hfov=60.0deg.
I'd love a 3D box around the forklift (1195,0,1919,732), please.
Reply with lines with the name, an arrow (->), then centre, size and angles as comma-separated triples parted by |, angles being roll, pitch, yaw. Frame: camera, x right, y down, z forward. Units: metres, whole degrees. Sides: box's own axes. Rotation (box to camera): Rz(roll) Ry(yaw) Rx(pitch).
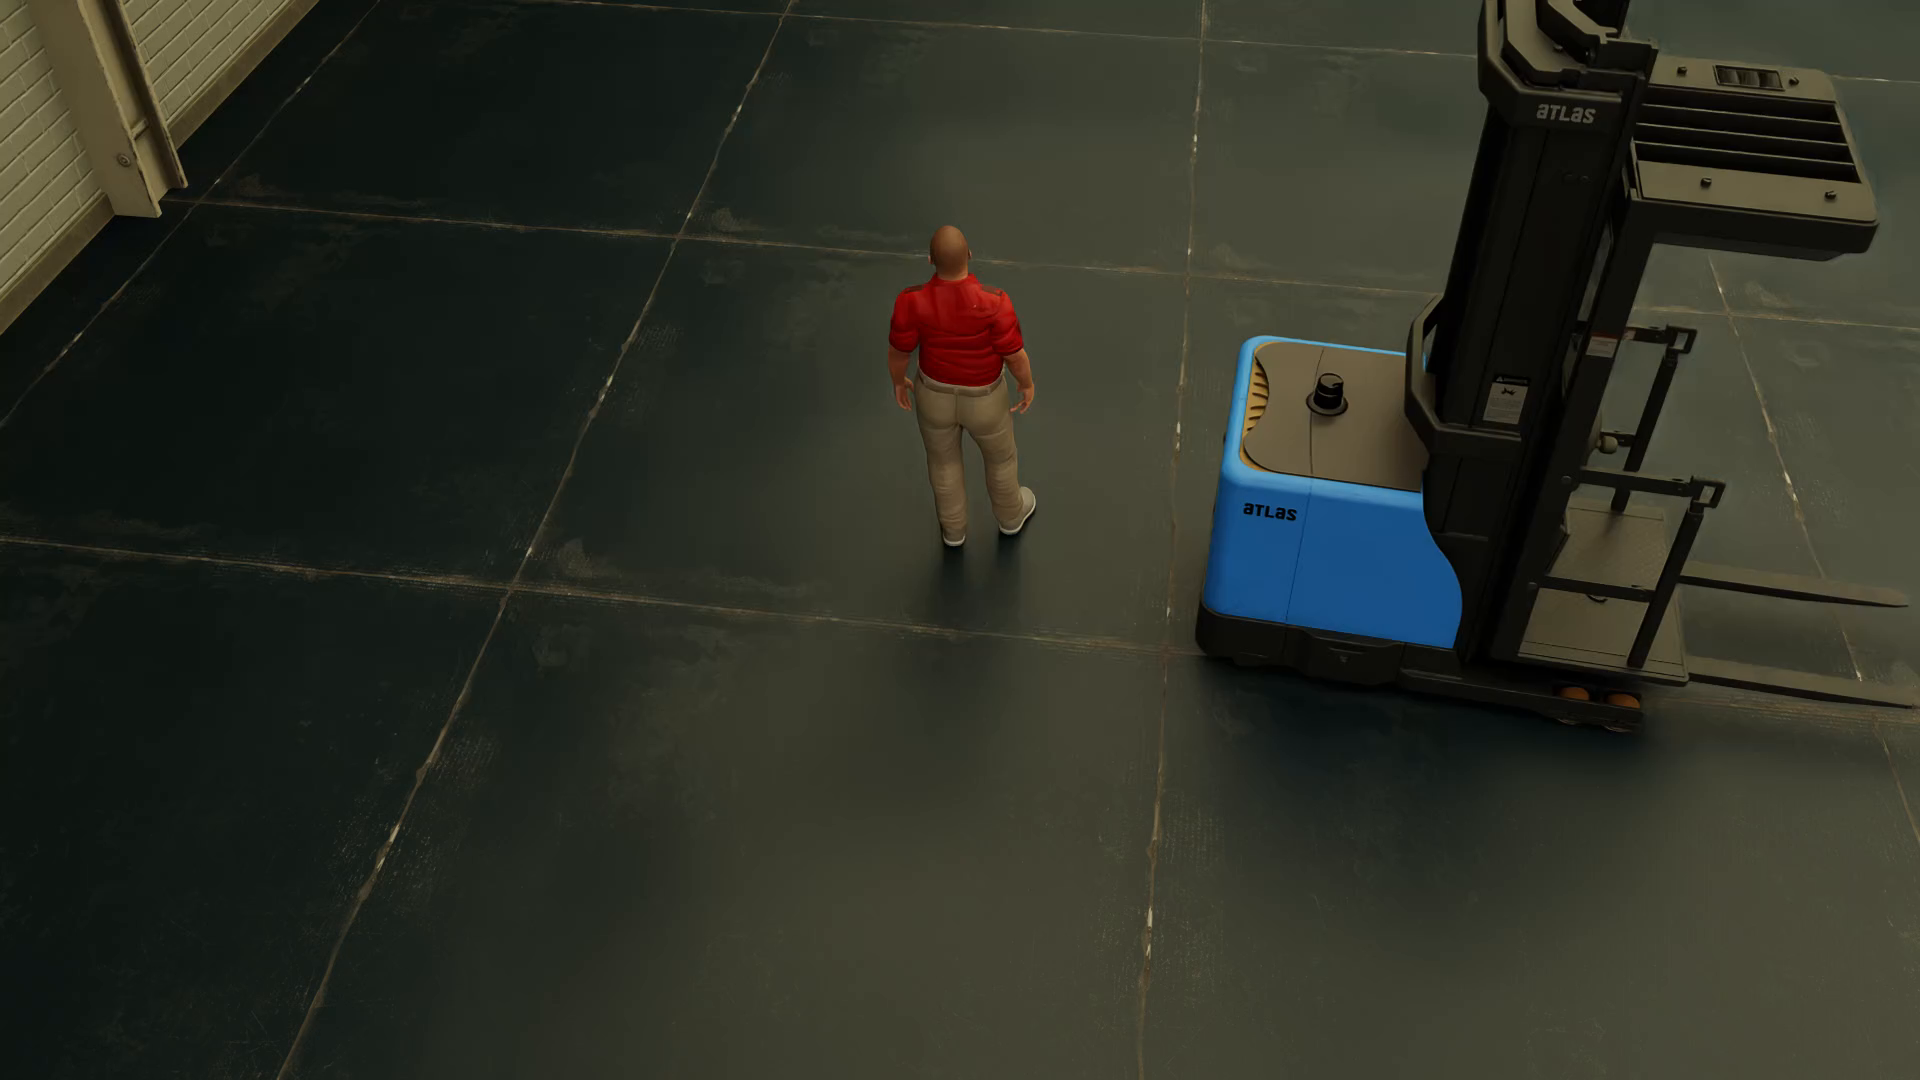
forklift -> 2.605, -0.667, 6.451 | 3.031, 2.935, 1.130 | 8, 43, 9

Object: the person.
person -> 0.023, -0.702, 7.365 | 0.641, 1.728, 0.550 | 5, 43, 6
